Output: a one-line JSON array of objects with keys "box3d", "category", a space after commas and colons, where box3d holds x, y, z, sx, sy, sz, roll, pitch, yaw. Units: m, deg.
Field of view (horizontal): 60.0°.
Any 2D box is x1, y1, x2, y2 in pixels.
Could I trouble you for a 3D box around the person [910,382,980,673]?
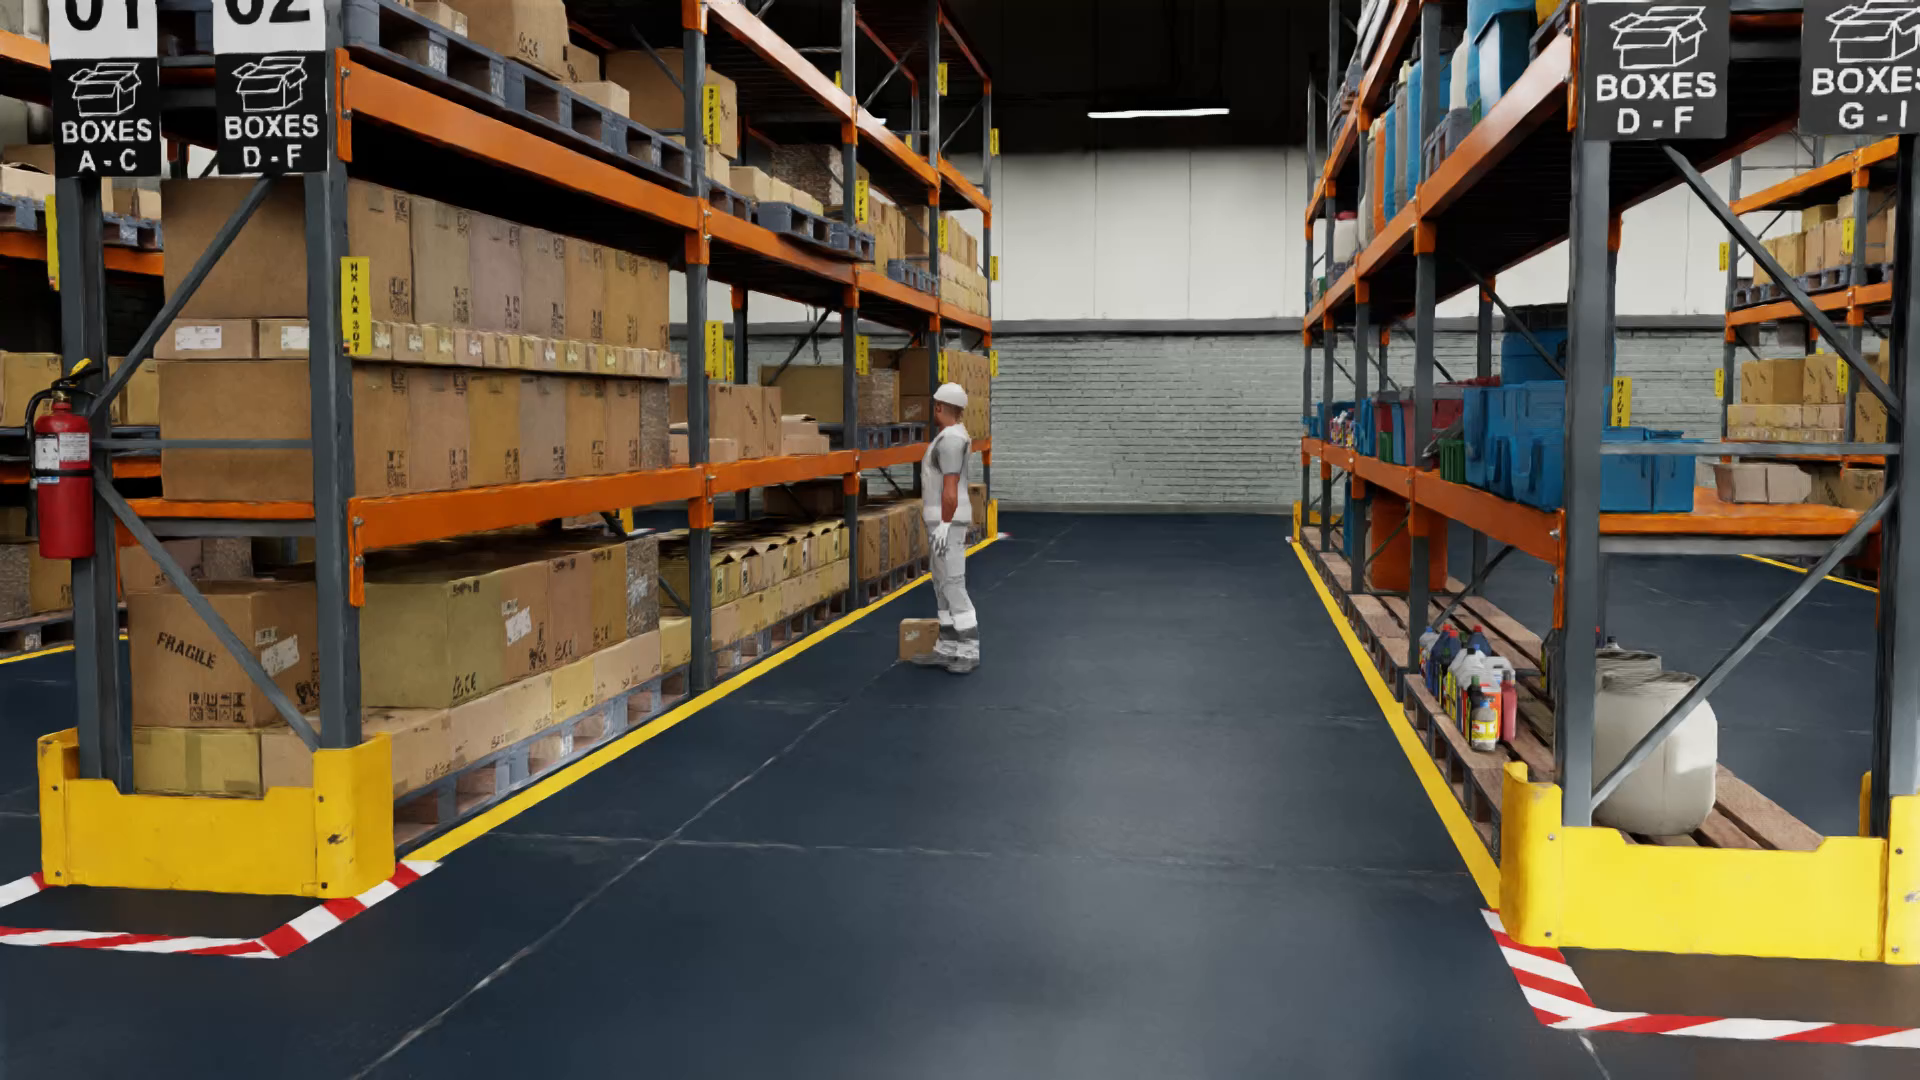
[{"box3d": [-0.094, -0.087, 10.387, 0.434, 1.789, 0.585, 0, 4, -2], "category": "person"}]
